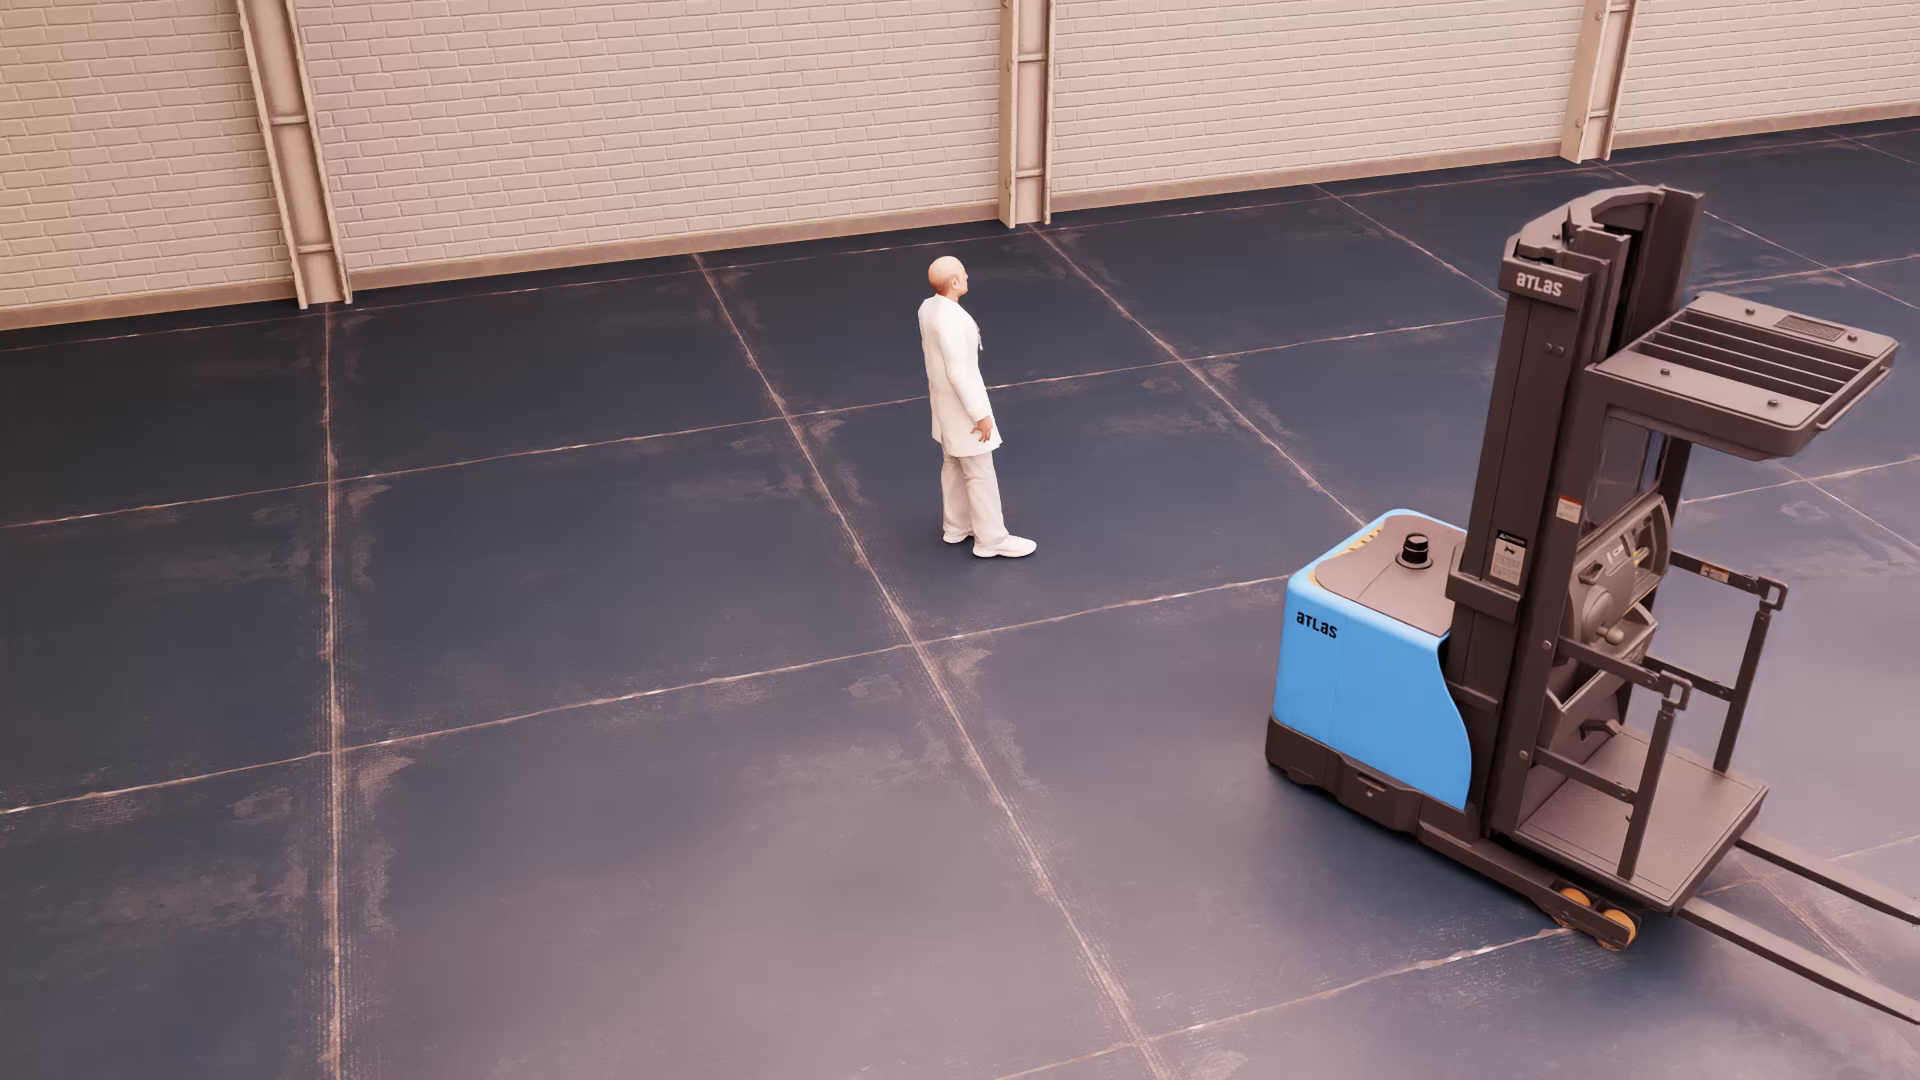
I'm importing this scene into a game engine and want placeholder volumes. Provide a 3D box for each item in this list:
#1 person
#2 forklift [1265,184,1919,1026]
[{"bbox_3d":[0.088,-0.790,9.601,0.578,1.777,0.698,-10,31,-16],"label":"person"},{"bbox_3d":[2.897,0.165,6.801,3.031,2.935,1.130,25,38,37],"label":"forklift"}]
